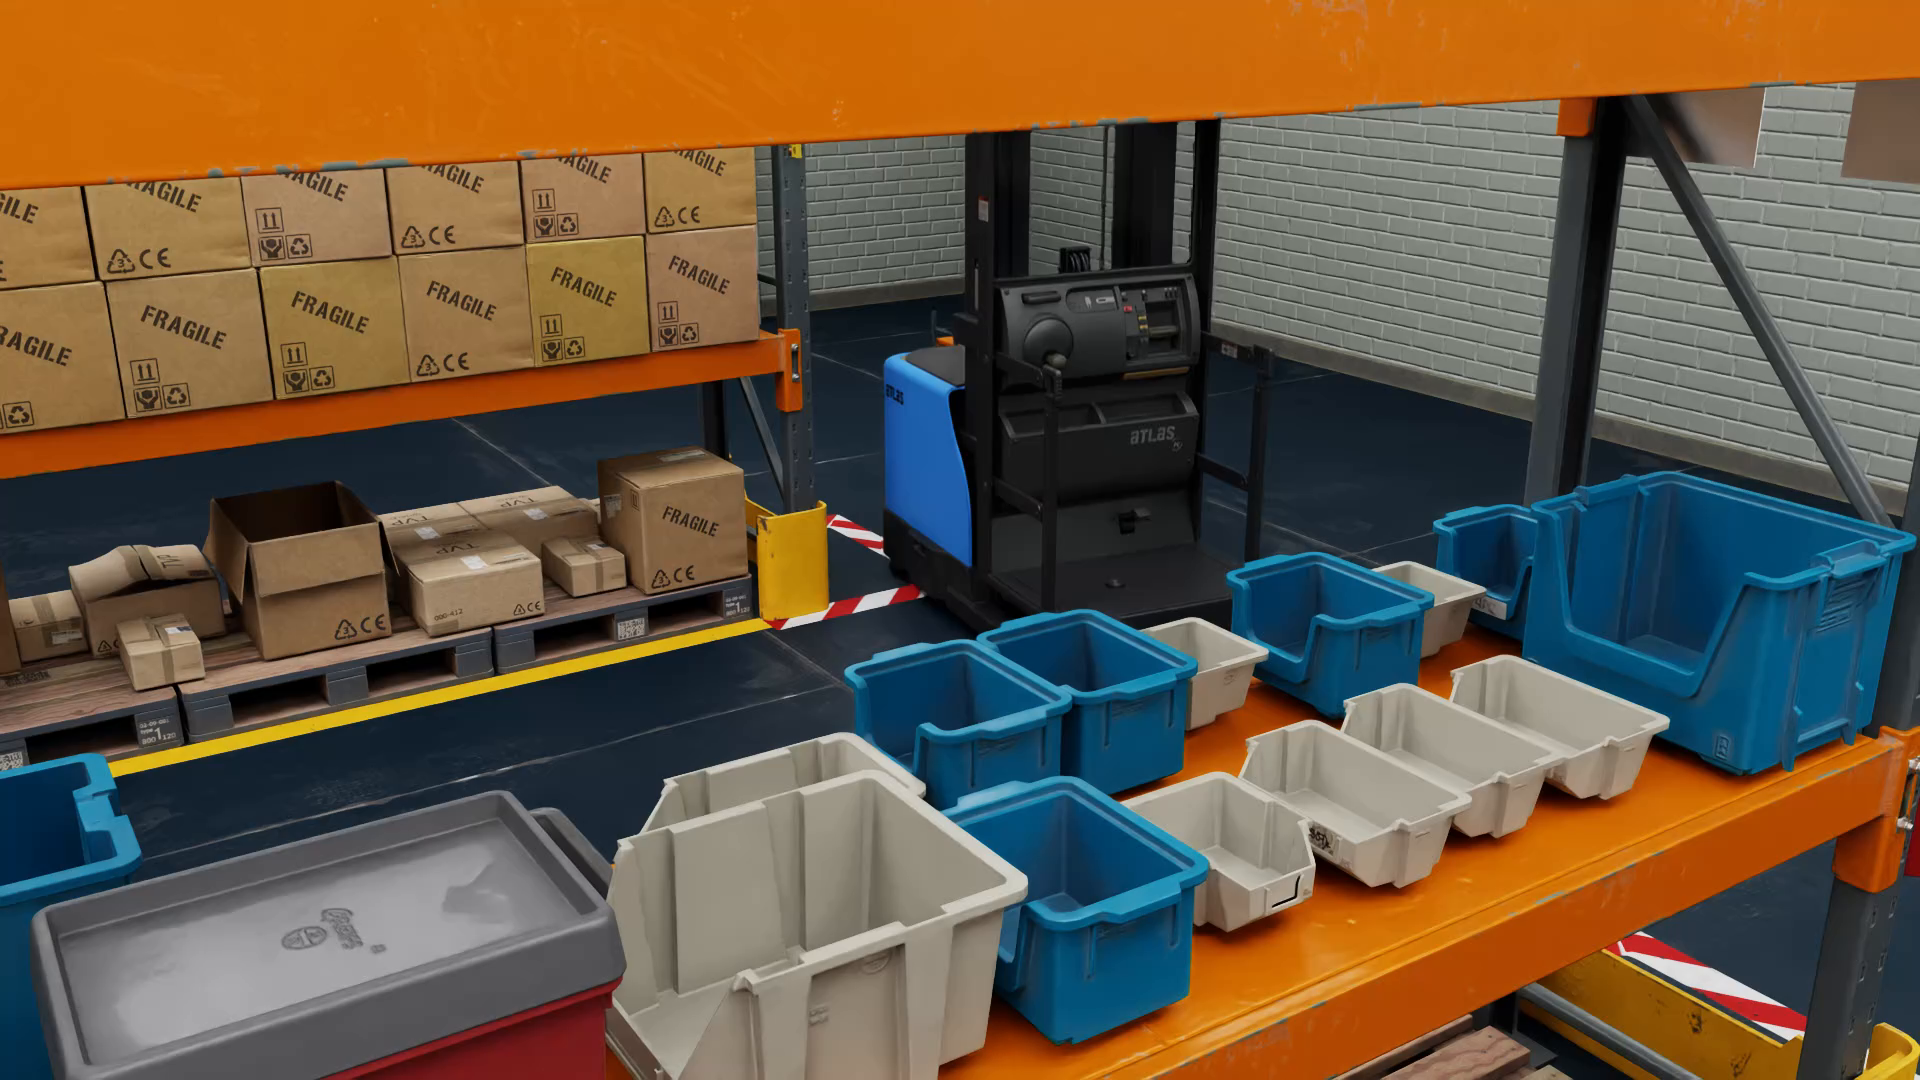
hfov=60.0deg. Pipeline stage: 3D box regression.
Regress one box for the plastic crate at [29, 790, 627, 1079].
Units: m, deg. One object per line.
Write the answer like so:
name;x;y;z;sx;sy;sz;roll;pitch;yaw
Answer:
plastic crate;-0.727;0.641;1.971;0.583;0.464;0.402;-12;22;-31

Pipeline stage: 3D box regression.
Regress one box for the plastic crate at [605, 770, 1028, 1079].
plastic crate;-0.234;0.598;2.383;0.530;0.282;0.437;-12;22;-31

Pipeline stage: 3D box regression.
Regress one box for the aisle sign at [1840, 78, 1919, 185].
aisle sign;1.951;-1.080;3.197;0.004;0.787;0.394;-12;22;-31

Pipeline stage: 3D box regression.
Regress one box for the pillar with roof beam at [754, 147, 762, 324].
pillar with roof beam;0.428;-4.962;9.370;0.400;9.000;9.100;-12;22;-31

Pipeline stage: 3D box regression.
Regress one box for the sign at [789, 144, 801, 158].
sign;-0.702;-1.786;7.043;0.005;0.325;0.100;-12;22;-31

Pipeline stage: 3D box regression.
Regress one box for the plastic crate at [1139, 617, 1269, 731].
plastic crate;0.463;0.291;3.517;0.298;0.136;0.250;-12;22;-31

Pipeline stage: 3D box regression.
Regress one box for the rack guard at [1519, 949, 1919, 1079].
rack guard;1.743;1.262;4.231;0.348;0.500;1.175;-12;22;-31

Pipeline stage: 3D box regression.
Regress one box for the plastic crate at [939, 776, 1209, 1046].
plastic crate;0.156;0.567;2.552;0.300;0.233;0.416;-12;22;-31

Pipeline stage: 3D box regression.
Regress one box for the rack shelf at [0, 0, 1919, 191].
rack shelf;0.060;-0.642;2.400;4.000;0.370;1.077;-12;22;-31

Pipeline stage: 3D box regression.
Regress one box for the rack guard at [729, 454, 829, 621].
rack guard;-1.054;-0.042;8.089;0.348;0.500;1.175;-12;22;-31

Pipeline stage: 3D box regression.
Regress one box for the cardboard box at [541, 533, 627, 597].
cardboard box;-1.697;0.103;7.494;0.250;0.166;0.380;-12;22;-31

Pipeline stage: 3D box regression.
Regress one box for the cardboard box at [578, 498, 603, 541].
cardboard box;-1.738;-0.080;8.035;0.250;0.166;0.380;-12;22;-31

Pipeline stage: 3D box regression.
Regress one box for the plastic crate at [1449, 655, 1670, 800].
plastic crate;1.149;0.374;3.272;0.243;0.136;0.396;-12;22;-31

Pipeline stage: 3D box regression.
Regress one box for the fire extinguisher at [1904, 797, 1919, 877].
fire extinguisher;2.106;0.394;3.599;0.183;0.674;0.296;-12;22;-31

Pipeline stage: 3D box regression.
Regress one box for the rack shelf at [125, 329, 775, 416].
rack shelf;-2.661;-0.639;6.771;3.809;0.124;0.919;-12;22;-31

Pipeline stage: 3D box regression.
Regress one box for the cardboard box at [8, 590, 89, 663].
cardboard box;-3.732;0.348;6.795;0.250;0.149;0.380;-12;22;-31

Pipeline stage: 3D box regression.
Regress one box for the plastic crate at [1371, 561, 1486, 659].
plastic crate;1.029;0.172;3.871;0.298;0.136;0.250;-12;22;-31

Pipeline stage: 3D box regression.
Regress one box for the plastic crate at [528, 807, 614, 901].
plastic crate;-0.823;0.623;2.554;0.590;0.125;0.437;-12;22;-31

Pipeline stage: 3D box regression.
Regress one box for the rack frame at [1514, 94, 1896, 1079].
rack frame;1.732;0.087;3.805;0.053;2.616;0.949;-12;22;-31

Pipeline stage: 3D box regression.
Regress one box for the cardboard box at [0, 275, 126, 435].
cardboard box;-3.330;-0.691;5.948;0.500;0.500;0.500;-11;22;-30

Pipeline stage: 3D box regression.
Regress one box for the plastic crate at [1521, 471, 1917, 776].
plastic crate;1.553;0.149;3.470;0.499;0.435;0.616;-12;22;-31

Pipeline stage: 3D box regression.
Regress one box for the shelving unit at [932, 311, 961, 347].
shelving unit;0.133;-0.602;8.652;0.503;1.200;0.258;-11;21;-29

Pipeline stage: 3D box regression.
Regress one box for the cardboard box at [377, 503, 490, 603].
cardboard box;-2.436;0.050;7.519;0.500;0.250;0.500;-12;22;-31

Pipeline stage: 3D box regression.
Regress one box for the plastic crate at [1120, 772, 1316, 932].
plastic crate;0.442;0.534;2.799;0.250;0.136;0.298;-12;22;-31

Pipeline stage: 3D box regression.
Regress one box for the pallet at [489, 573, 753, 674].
pallet;-1.720;0.235;7.720;1.213;0.211;1.003;-12;22;-31

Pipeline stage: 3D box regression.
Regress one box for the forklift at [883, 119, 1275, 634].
forklift;0.694;-0.910;6.860;1.130;2.935;3.031;-8;20;-24

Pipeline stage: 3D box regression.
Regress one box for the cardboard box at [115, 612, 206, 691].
cardboard box;-3.145;0.427;6.534;0.250;0.166;0.380;-12;22;-31

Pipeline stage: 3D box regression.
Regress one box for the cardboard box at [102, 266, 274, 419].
cardboard box;-2.911;-0.778;6.207;0.500;0.500;0.500;-12;22;-32

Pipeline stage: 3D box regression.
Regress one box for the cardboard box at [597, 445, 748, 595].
cardboard box;-1.310;-0.102;7.580;0.500;0.500;0.500;-12;22;-31

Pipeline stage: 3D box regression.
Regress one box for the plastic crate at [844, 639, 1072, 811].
plastic crate;-0.007;0.377;3.114;0.300;0.233;0.416;-12;22;-31

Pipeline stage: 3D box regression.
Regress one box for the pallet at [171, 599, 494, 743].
pallet;-2.738;0.449;7.088;1.213;0.211;1.003;-12;22;-31

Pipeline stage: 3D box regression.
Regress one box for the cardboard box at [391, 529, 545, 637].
cardboard box;-2.120;0.175;7.149;0.500;0.250;0.500;-12;22;-31

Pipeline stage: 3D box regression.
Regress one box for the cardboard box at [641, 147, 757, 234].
cardboard box;-1.211;-1.609;7.103;0.500;0.500;0.500;-12;22;-32

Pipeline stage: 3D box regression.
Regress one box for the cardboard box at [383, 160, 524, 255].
cardboard box;-2.063;-1.427;6.565;0.500;0.500;0.500;-11;22;-30

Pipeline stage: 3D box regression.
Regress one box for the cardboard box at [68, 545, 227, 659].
cardboard box;-3.385;0.222;6.917;0.500;0.311;0.500;-12;22;-31

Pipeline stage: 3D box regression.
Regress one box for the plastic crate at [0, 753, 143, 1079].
plastic crate;-1.408;0.596;2.230;0.575;0.384;0.392;-12;22;-31

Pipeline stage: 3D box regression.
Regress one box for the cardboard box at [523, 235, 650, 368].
cardboard box;-1.647;-1.043;6.991;0.500;0.500;0.500;-12;22;-31

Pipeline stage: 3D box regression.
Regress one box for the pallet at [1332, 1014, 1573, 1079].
pallet;1.020;1.542;3.855;1.213;0.211;1.003;-12;22;-31

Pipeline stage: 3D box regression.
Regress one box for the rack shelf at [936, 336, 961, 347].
rack shelf;0.133;-0.974;8.526;0.480;0.148;0.258;-11;21;-29

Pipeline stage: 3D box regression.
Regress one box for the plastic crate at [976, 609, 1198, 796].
plastic crate;0.243;0.324;3.271;0.300;0.233;0.416;-12;22;-31

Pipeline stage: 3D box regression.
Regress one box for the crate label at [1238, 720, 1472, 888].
crate label;0.680;0.477;2.968;0.243;0.136;0.396;-12;22;-31

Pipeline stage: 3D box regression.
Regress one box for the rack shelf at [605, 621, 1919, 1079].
rack shelf;0.060;0.779;2.881;4.000;0.370;1.077;-12;22;-31

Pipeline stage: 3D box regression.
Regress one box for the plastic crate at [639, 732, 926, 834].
plastic crate;-0.322;0.500;2.901;0.466;0.136;0.293;-12;22;-31

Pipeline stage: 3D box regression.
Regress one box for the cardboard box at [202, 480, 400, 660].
cardboard box;-2.765;0.107;6.957;0.637;0.503;0.797;-12;22;-31

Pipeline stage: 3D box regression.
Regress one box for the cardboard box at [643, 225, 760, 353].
cardboard box;-1.215;-1.136;7.264;0.500;0.500;0.500;-11;22;-30

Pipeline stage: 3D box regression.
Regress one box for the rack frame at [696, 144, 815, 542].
rack frame;-0.991;-1.240;7.729;0.127;3.000;1.000;-12;22;-31

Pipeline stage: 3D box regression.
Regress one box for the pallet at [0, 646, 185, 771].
pallet;-3.758;0.665;6.448;1.213;0.211;1.003;-12;22;-31

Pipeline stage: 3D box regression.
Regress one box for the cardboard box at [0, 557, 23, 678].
cardboard box;-4.012;0.264;6.496;0.500;0.500;0.500;-12;22;-31

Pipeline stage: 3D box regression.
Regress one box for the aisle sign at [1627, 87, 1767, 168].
aisle sign;1.627;-1.238;3.664;0.004;0.787;0.394;-12;22;-31

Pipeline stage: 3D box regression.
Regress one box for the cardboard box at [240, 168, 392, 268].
cardboard box;-2.492;-1.337;6.298;0.500;0.500;0.500;-11;22;-30

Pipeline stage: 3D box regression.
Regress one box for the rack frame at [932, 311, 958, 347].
rack frame;-0.077;-0.562;8.535;0.015;1.200;0.240;-11;21;-29

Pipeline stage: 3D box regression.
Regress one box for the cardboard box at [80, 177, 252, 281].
cardboard box;-2.923;-1.245;6.028;0.500;0.500;0.500;-13;22;-33

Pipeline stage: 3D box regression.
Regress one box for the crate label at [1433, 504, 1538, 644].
crate label;1.343;0.092;3.957;0.303;0.233;0.416;-12;22;-31

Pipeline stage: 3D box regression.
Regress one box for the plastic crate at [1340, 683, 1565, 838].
plastic crate;0.899;0.421;3.133;0.243;0.136;0.396;-12;22;-31

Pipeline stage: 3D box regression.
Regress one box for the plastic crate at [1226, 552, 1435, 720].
plastic crate;0.793;0.208;3.614;0.300;0.233;0.416;-12;22;-31
